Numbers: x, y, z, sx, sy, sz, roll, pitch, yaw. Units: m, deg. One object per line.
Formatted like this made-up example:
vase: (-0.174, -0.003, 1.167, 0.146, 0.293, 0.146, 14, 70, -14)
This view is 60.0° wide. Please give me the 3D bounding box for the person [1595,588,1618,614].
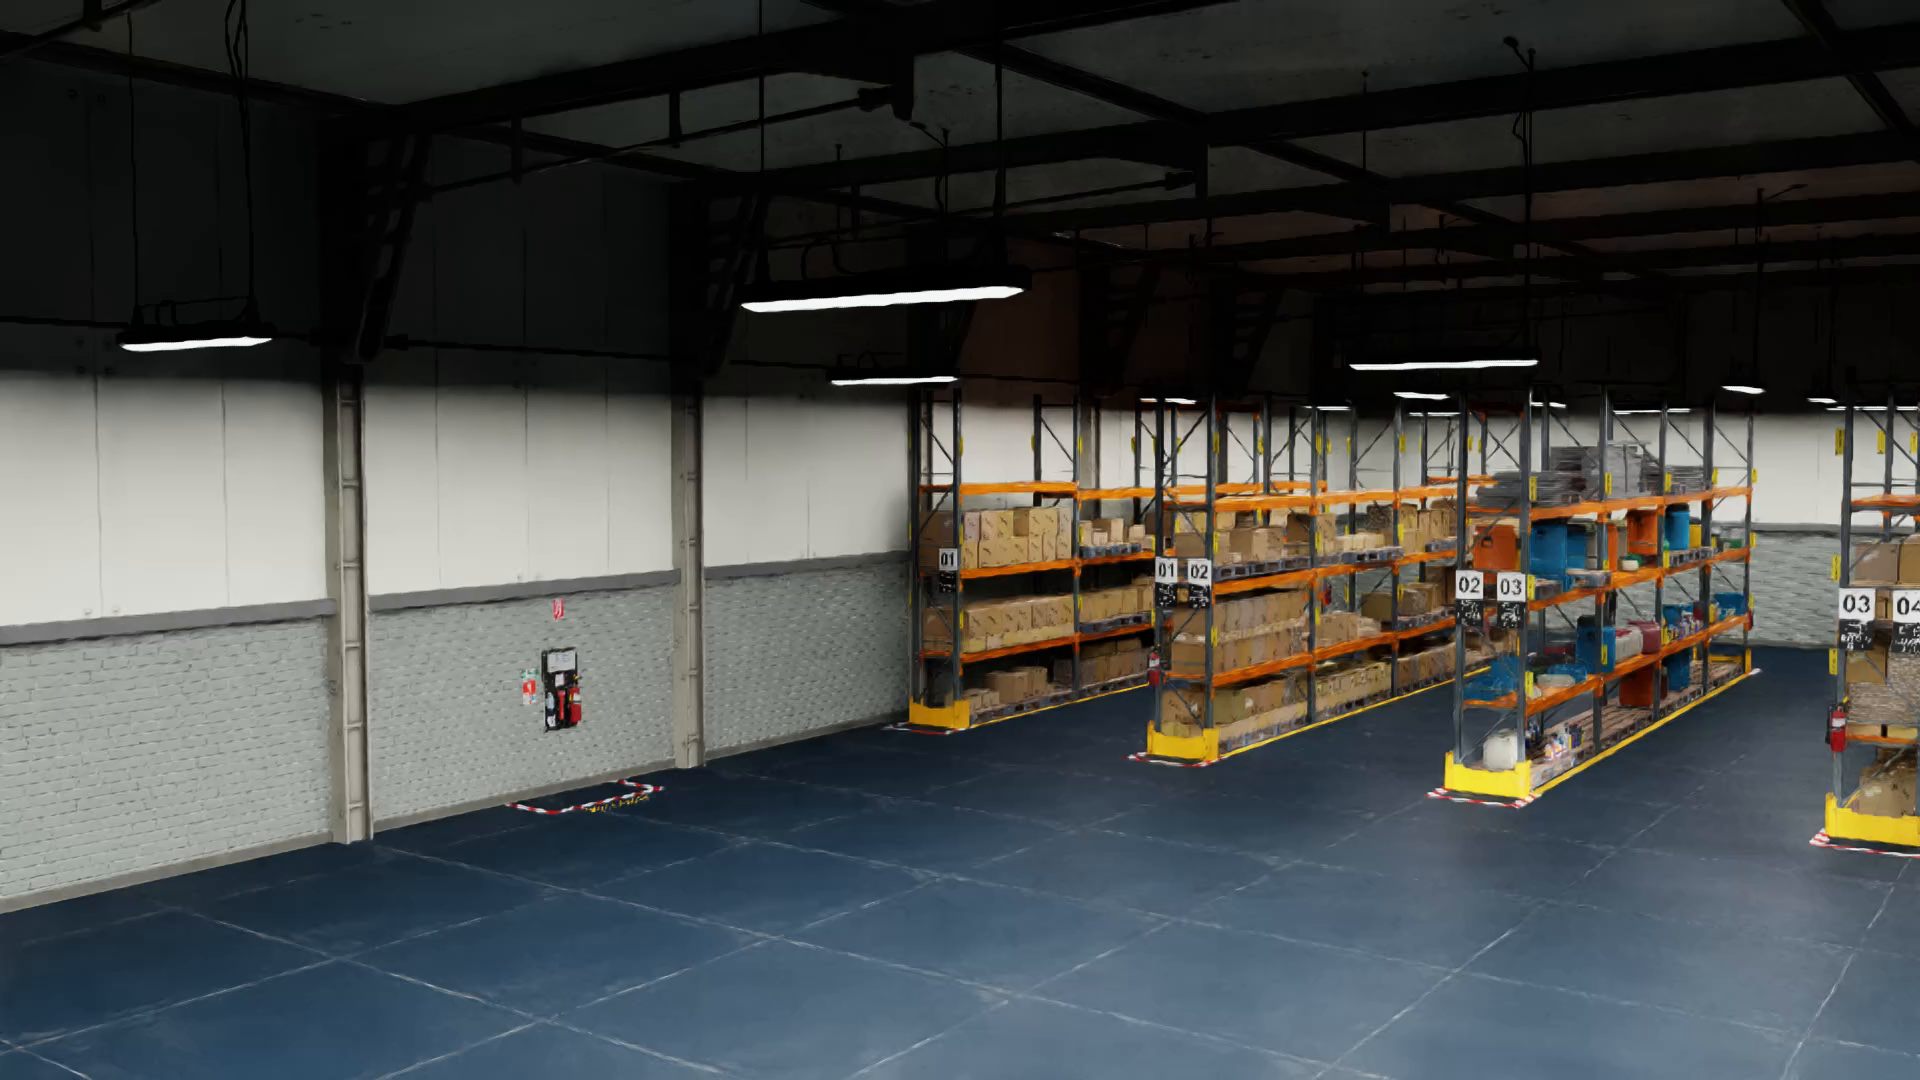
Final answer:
person: (16.316, 1.425, 41.910, 0.564, 1.029, 0.368, 0, 3, 0)
